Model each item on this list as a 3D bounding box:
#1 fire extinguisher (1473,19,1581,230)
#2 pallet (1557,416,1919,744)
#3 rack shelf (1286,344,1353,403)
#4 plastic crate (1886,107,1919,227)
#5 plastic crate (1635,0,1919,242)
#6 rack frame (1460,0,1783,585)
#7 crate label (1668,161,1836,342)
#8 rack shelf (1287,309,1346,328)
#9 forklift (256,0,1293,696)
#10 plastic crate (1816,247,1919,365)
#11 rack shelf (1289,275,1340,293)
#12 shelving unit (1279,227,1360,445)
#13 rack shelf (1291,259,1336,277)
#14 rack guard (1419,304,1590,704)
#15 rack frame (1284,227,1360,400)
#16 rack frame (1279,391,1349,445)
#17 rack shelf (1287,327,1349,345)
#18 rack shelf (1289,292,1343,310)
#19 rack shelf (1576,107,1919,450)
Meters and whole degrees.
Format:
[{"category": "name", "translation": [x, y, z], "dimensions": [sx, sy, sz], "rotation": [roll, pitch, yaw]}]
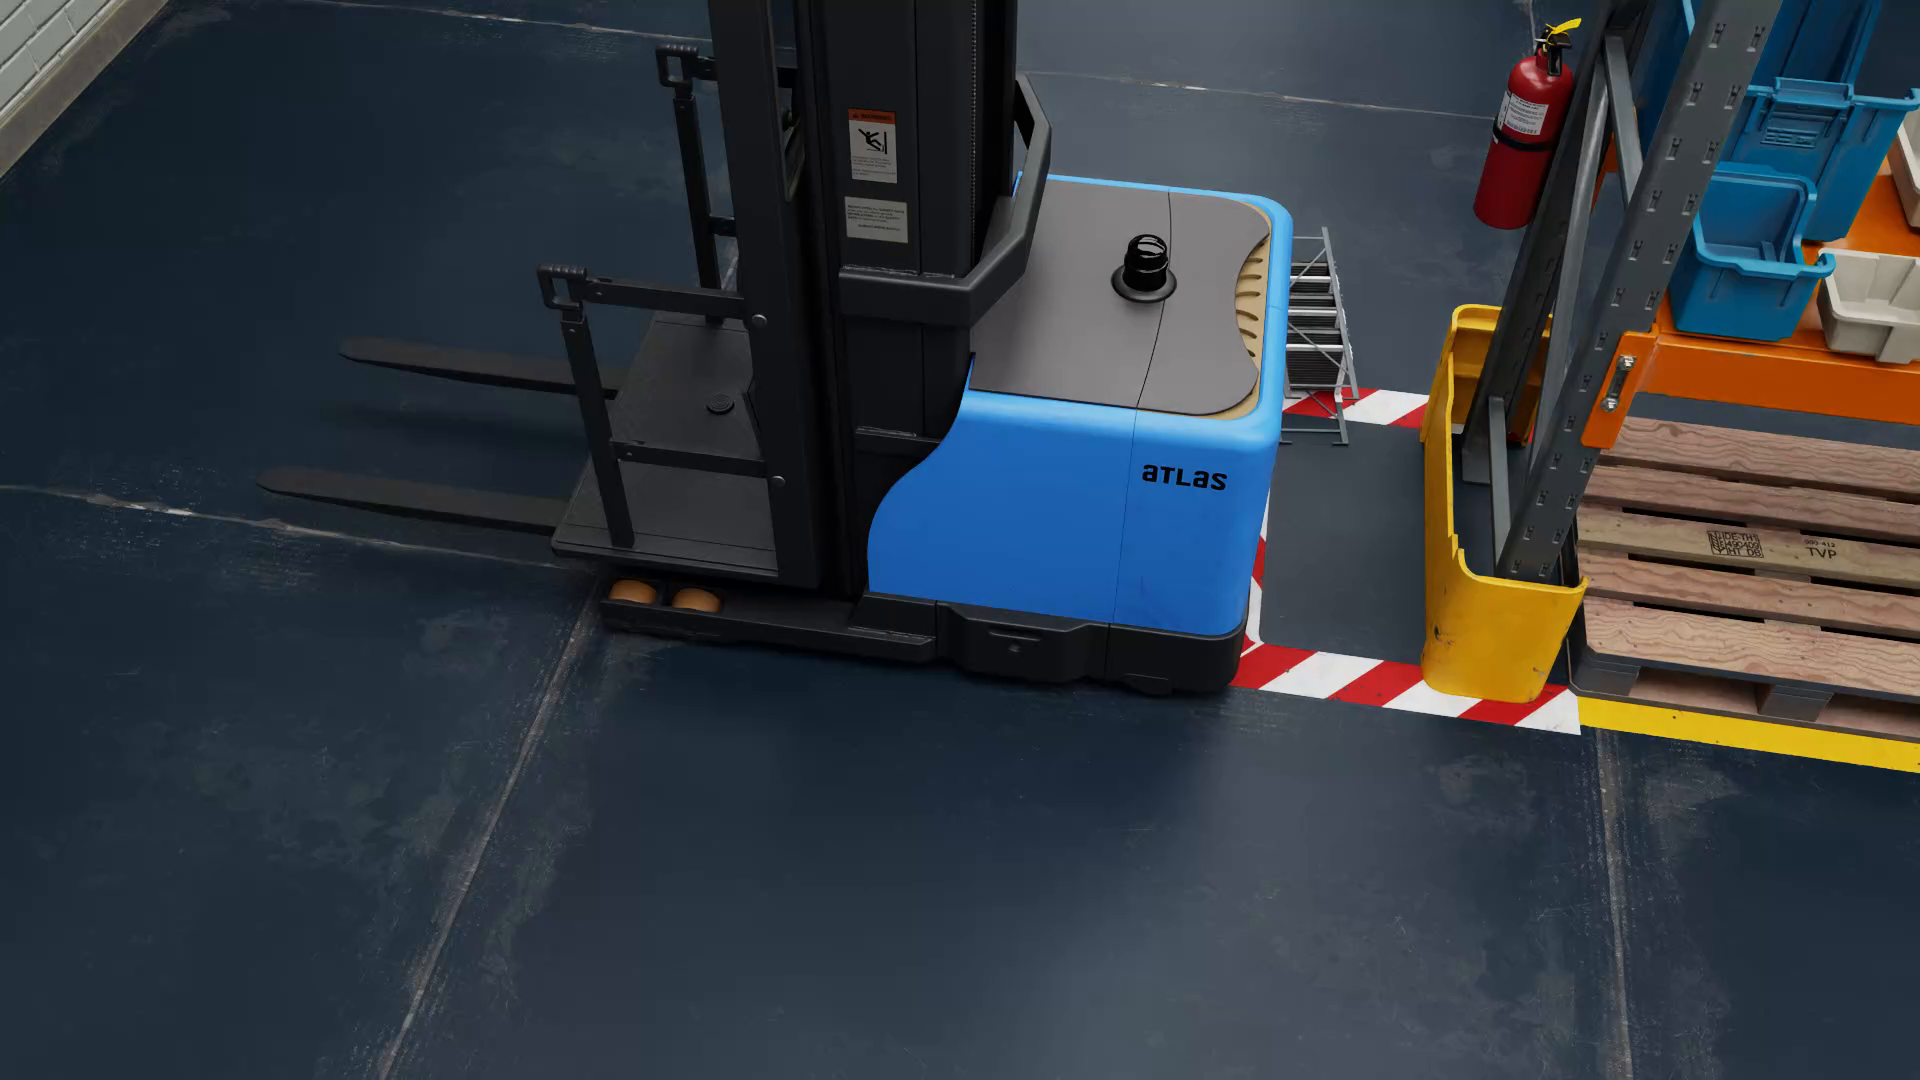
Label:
[{"category": "fire extinguisher", "translation": [1.579, -1.178, 4.594], "dimensions": [0.183, 0.674, 0.296], "rotation": [8, 49, 7]}, {"category": "pallet", "translation": [2.452, 0.094, 5.024], "dimensions": [1.213, 0.211, 1.003], "rotation": [8, 49, 7]}, {"category": "rack shelf", "translation": [1.179, -0.565, 5.613], "dimensions": [0.258, 0.200, 0.077], "rotation": [1, 48, 1]}, {"category": "plastic crate", "translation": [2.482, -0.932, 4.208], "dimensions": [0.243, 0.136, 0.396], "rotation": [8, 49, 7]}, {"category": "plastic crate", "translation": [2.010, -1.100, 4.158], "dimensions": [0.499, 0.435, 0.616], "rotation": [8, 49, 7]}, {"category": "rack frame", "translation": [1.647, -0.976, 4.110], "dimensions": [0.127, 3.000, 1.000], "rotation": [8, 49, 7]}, {"category": "crate label", "translation": [1.831, -0.666, 3.904], "dimensions": [0.303, 0.233, 0.416], "rotation": [8, 49, 7]}, {"category": "rack shelf", "translation": [1.185, -0.699, 5.733], "dimensions": [0.258, 0.200, 0.077], "rotation": [1, 48, 1]}, {"category": "forklift", "translation": [-0.617, -1.059, 4.231], "dimensions": [3.031, 2.935, 1.130], "rotation": [7, 48, 6]}, {"category": "plastic crate", "translation": [2.132, -0.531, 3.847], "dimensions": [0.298, 0.136, 0.250], "rotation": [8, 49, 7]}, {"category": "rack shelf", "translation": [1.190, -0.832, 5.853], "dimensions": [0.258, 0.200, 0.077], "rotation": [1, 48, 1]}, {"category": "shelving unit", "translation": [1.186, -0.723, 5.755], "dimensions": [0.258, 0.210, 0.900], "rotation": [1, 48, 1]}, {"category": "rack shelf", "translation": [1.193, -0.899, 5.913], "dimensions": [0.258, 0.200, 0.077], "rotation": [1, 48, 1]}, {"category": "rack guard", "translation": [1.621, -0.134, 5.034], "dimensions": [0.348, 0.500, 1.175], "rotation": [8, 49, 7]}, {"category": "rack frame", "translation": [1.186, -0.791, 5.680], "dimensions": [0.240, 0.006, 0.900], "rotation": [1, 48, 1]}, {"category": "rack frame", "translation": [1.186, -0.655, 5.831], "dimensions": [0.240, 0.006, 0.900], "rotation": [1, 48, 1]}, {"category": "rack shelf", "translation": [1.182, -0.632, 5.673], "dimensions": [0.258, 0.200, 0.077], "rotation": [1, 48, 1]}, {"category": "rack shelf", "translation": [1.187, -0.765, 5.793], "dimensions": [0.258, 0.200, 0.077], "rotation": [1, 48, 1]}, {"category": "rack shelf", "translation": [3.615, -0.471, 4.140], "dimensions": [4.000, 0.370, 1.077], "rotation": [8, 49, 7]}]
